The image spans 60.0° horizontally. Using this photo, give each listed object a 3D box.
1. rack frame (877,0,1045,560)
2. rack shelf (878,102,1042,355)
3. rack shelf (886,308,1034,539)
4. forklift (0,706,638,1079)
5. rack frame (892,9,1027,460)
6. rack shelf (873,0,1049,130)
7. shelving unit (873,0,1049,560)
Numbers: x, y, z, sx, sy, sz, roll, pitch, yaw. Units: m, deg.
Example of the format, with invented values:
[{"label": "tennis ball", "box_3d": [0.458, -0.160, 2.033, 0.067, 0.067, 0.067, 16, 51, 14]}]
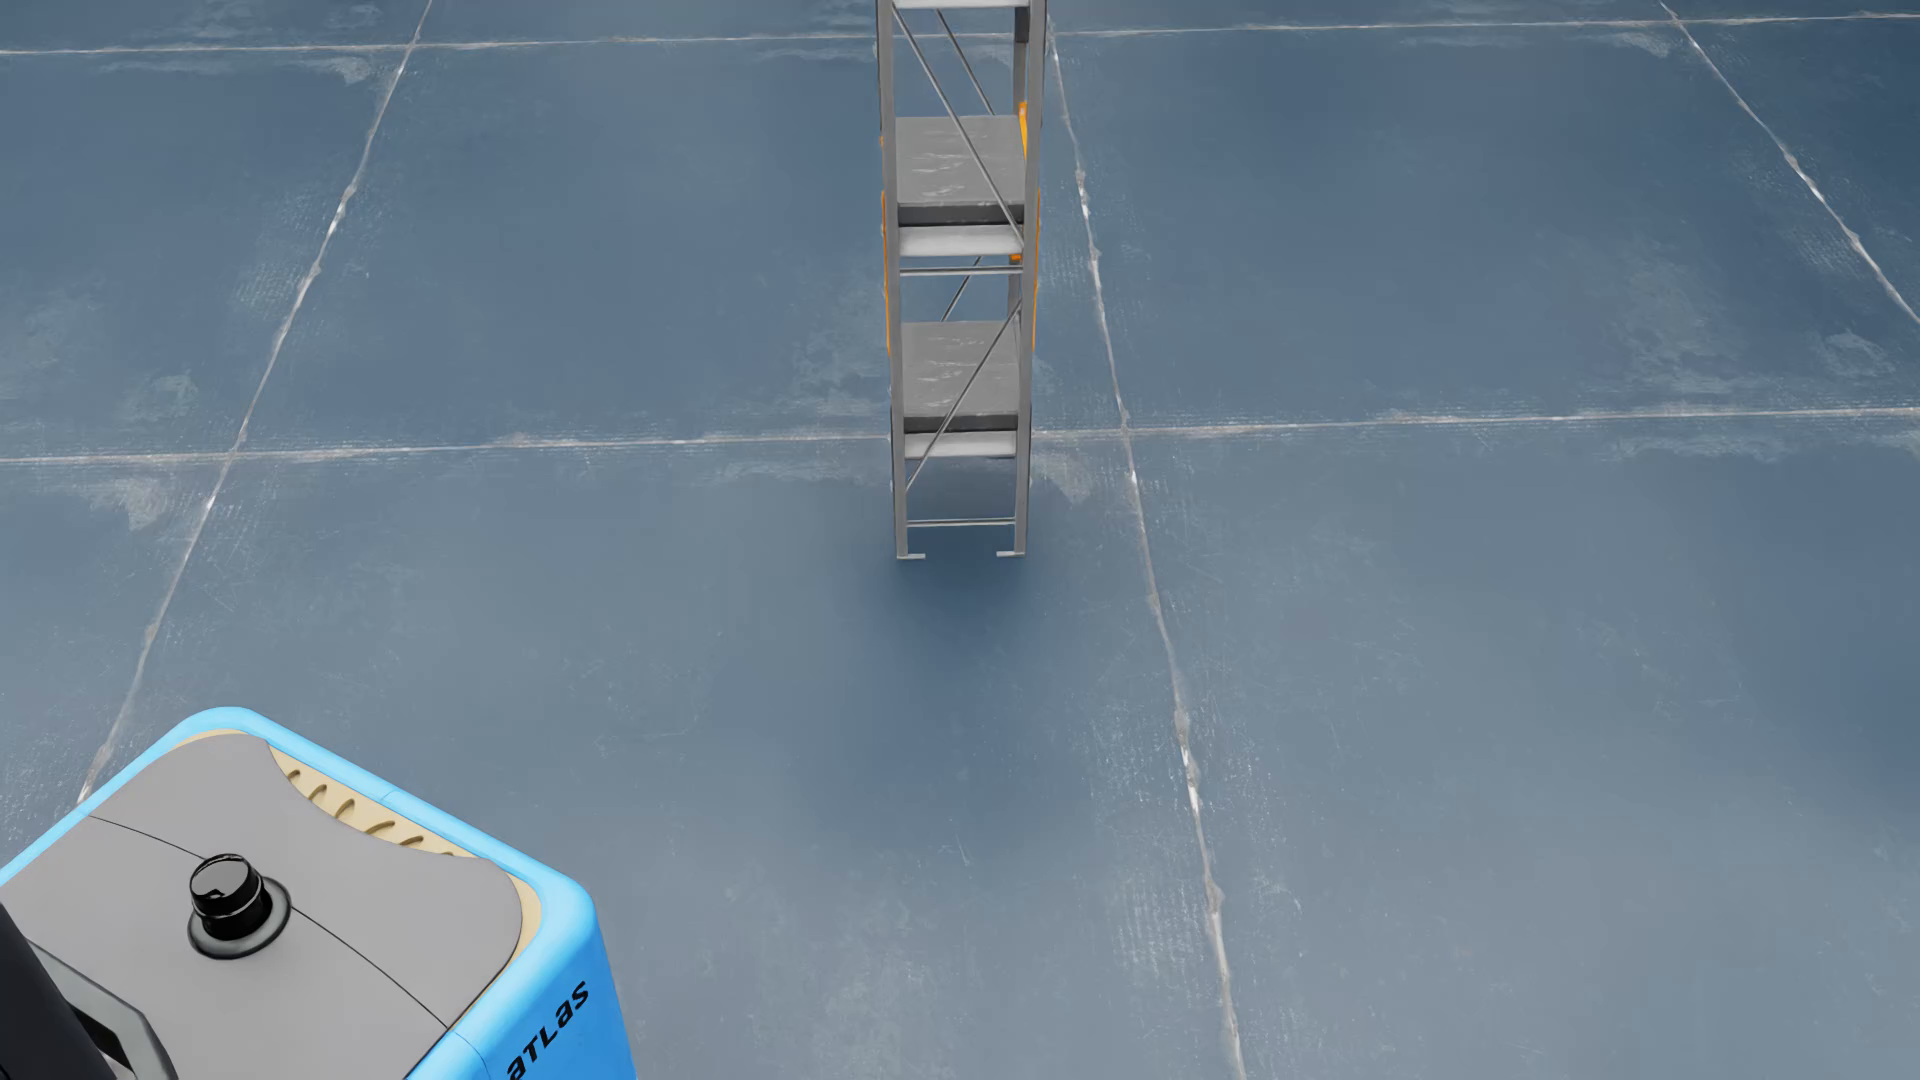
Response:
[{"label": "rack frame", "box_3d": [0.003, -0.721, 4.483, 0.400, 2.100, 0.015, -2, 43, -2]}, {"label": "rack shelf", "box_3d": [-0.007, -0.876, 4.672, 0.431, 0.518, 0.480, -2, 43, -2]}, {"label": "rack shelf", "box_3d": [-0.007, -0.360, 5.145, 0.431, 0.518, 0.480, -2, 43, -2]}, {"label": "forklift", "box_3d": [-1.810, 1.046, 1.940, 1.130, 2.935, 3.031, 21, 47, 22]}, {"label": "rack frame", "box_3d": [-0.017, -1.051, 4.842, 0.400, 2.100, 0.015, -2, 43, -2]}, {"label": "rack shelf", "box_3d": [-0.007, -1.392, 4.199, 0.431, 0.518, 0.480, -2, 43, -2]}, {"label": "shelving unit", "box_3d": [-0.007, -0.886, 4.662, 0.431, 2.100, 0.503, -2, 43, -2]}]
